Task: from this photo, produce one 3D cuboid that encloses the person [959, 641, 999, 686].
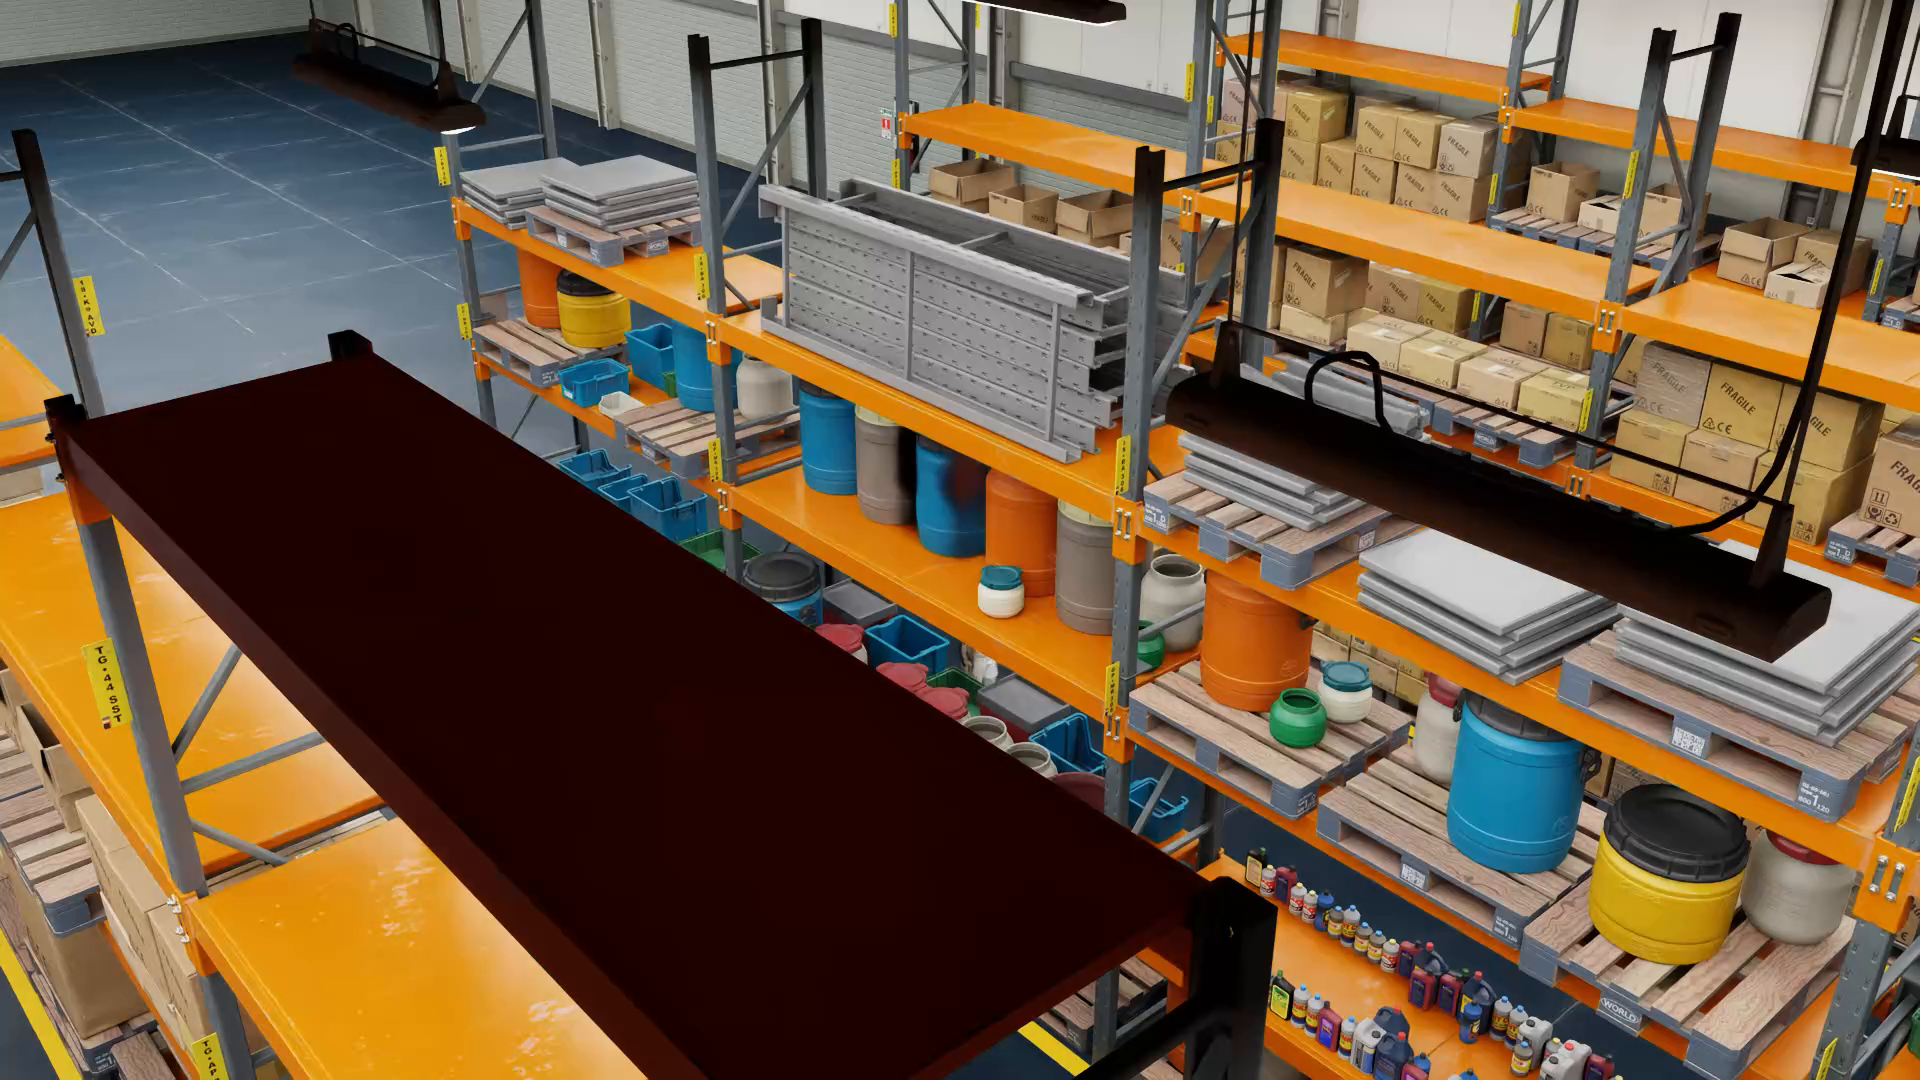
[{"bbox_3d":[0.131,1.133,13.564,0.353,1.734,0.539,-2,27,-4],"label":"person"}]
